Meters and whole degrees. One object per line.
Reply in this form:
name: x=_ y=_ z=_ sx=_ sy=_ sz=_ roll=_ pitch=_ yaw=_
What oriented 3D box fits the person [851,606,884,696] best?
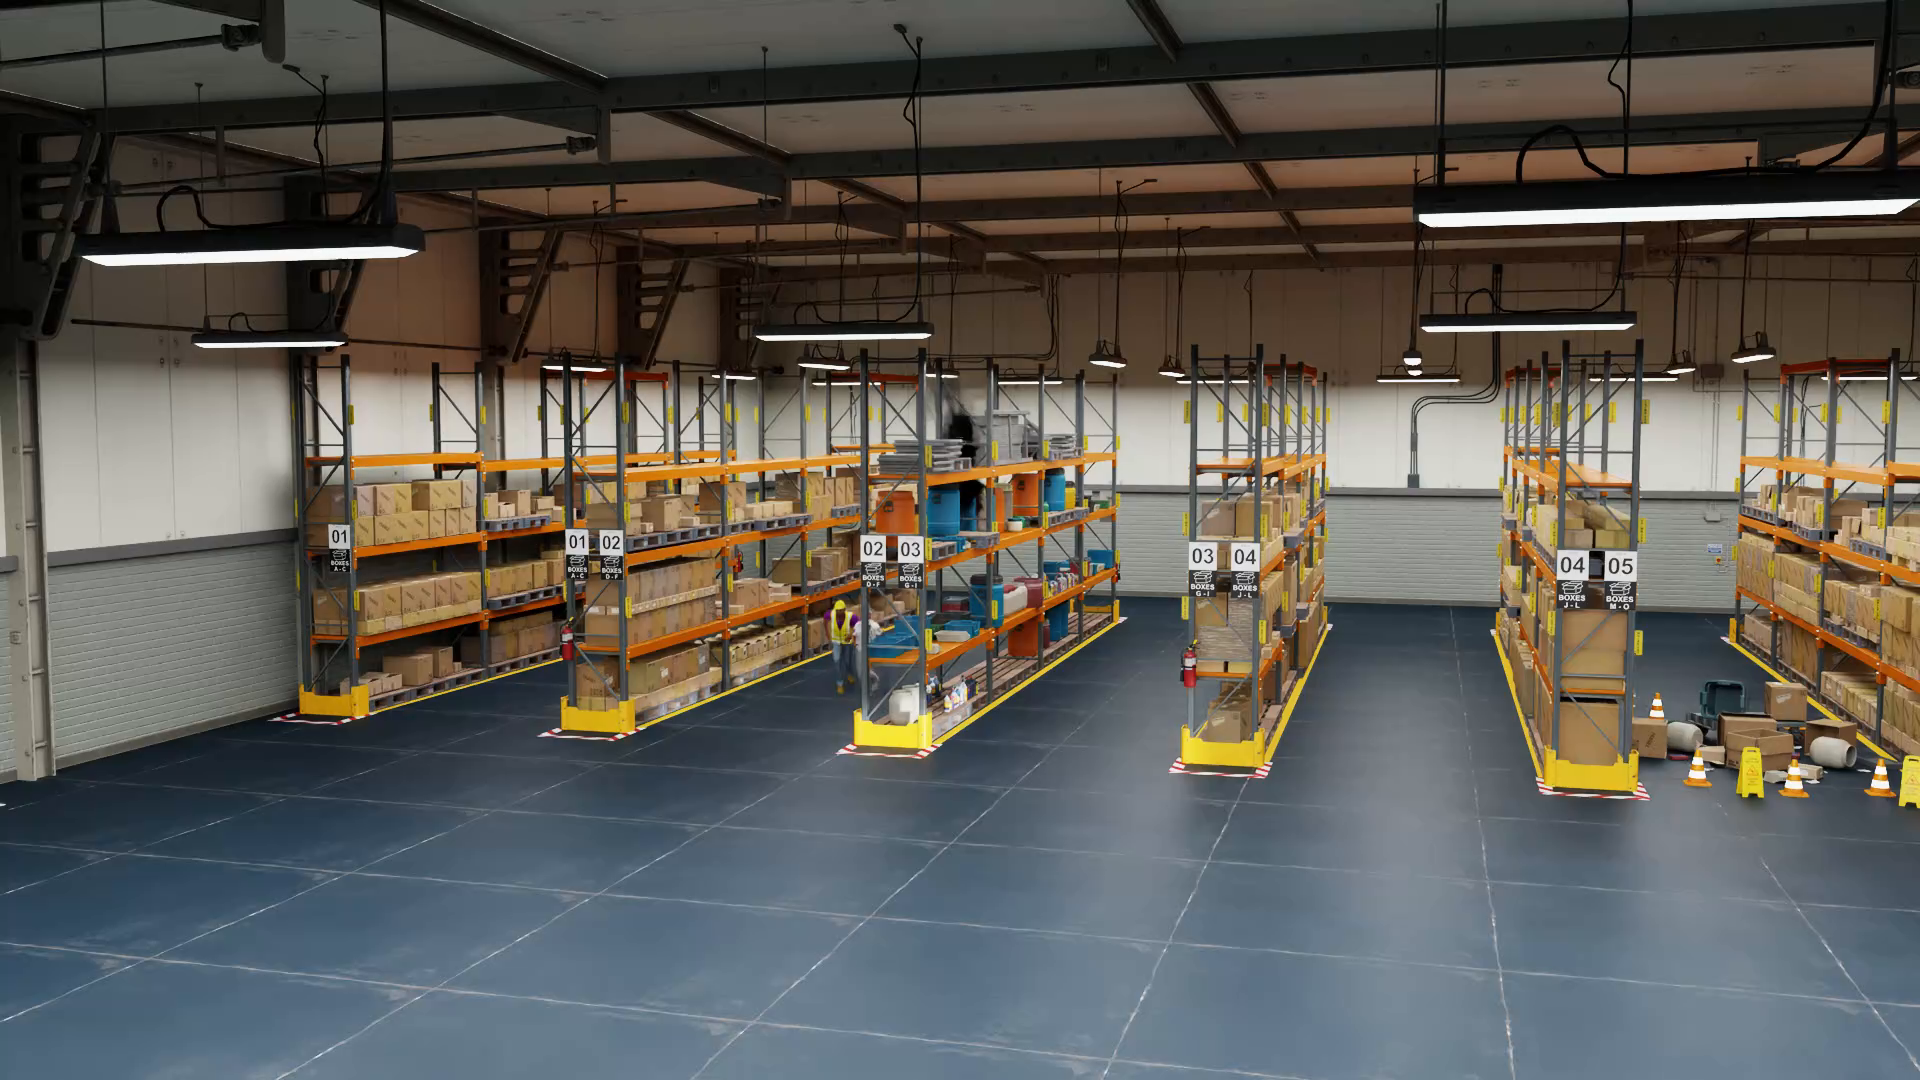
person: x=-1.677 y=1.978 z=29.372 sx=0.569 sy=1.661 sz=0.554 roll=2 pitch=5 yaw=22

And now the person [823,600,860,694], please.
person: x=-2.118 y=1.914 z=30.314 sx=0.746 sy=1.715 sz=1.061 roll=1 pitch=4 yaw=10
